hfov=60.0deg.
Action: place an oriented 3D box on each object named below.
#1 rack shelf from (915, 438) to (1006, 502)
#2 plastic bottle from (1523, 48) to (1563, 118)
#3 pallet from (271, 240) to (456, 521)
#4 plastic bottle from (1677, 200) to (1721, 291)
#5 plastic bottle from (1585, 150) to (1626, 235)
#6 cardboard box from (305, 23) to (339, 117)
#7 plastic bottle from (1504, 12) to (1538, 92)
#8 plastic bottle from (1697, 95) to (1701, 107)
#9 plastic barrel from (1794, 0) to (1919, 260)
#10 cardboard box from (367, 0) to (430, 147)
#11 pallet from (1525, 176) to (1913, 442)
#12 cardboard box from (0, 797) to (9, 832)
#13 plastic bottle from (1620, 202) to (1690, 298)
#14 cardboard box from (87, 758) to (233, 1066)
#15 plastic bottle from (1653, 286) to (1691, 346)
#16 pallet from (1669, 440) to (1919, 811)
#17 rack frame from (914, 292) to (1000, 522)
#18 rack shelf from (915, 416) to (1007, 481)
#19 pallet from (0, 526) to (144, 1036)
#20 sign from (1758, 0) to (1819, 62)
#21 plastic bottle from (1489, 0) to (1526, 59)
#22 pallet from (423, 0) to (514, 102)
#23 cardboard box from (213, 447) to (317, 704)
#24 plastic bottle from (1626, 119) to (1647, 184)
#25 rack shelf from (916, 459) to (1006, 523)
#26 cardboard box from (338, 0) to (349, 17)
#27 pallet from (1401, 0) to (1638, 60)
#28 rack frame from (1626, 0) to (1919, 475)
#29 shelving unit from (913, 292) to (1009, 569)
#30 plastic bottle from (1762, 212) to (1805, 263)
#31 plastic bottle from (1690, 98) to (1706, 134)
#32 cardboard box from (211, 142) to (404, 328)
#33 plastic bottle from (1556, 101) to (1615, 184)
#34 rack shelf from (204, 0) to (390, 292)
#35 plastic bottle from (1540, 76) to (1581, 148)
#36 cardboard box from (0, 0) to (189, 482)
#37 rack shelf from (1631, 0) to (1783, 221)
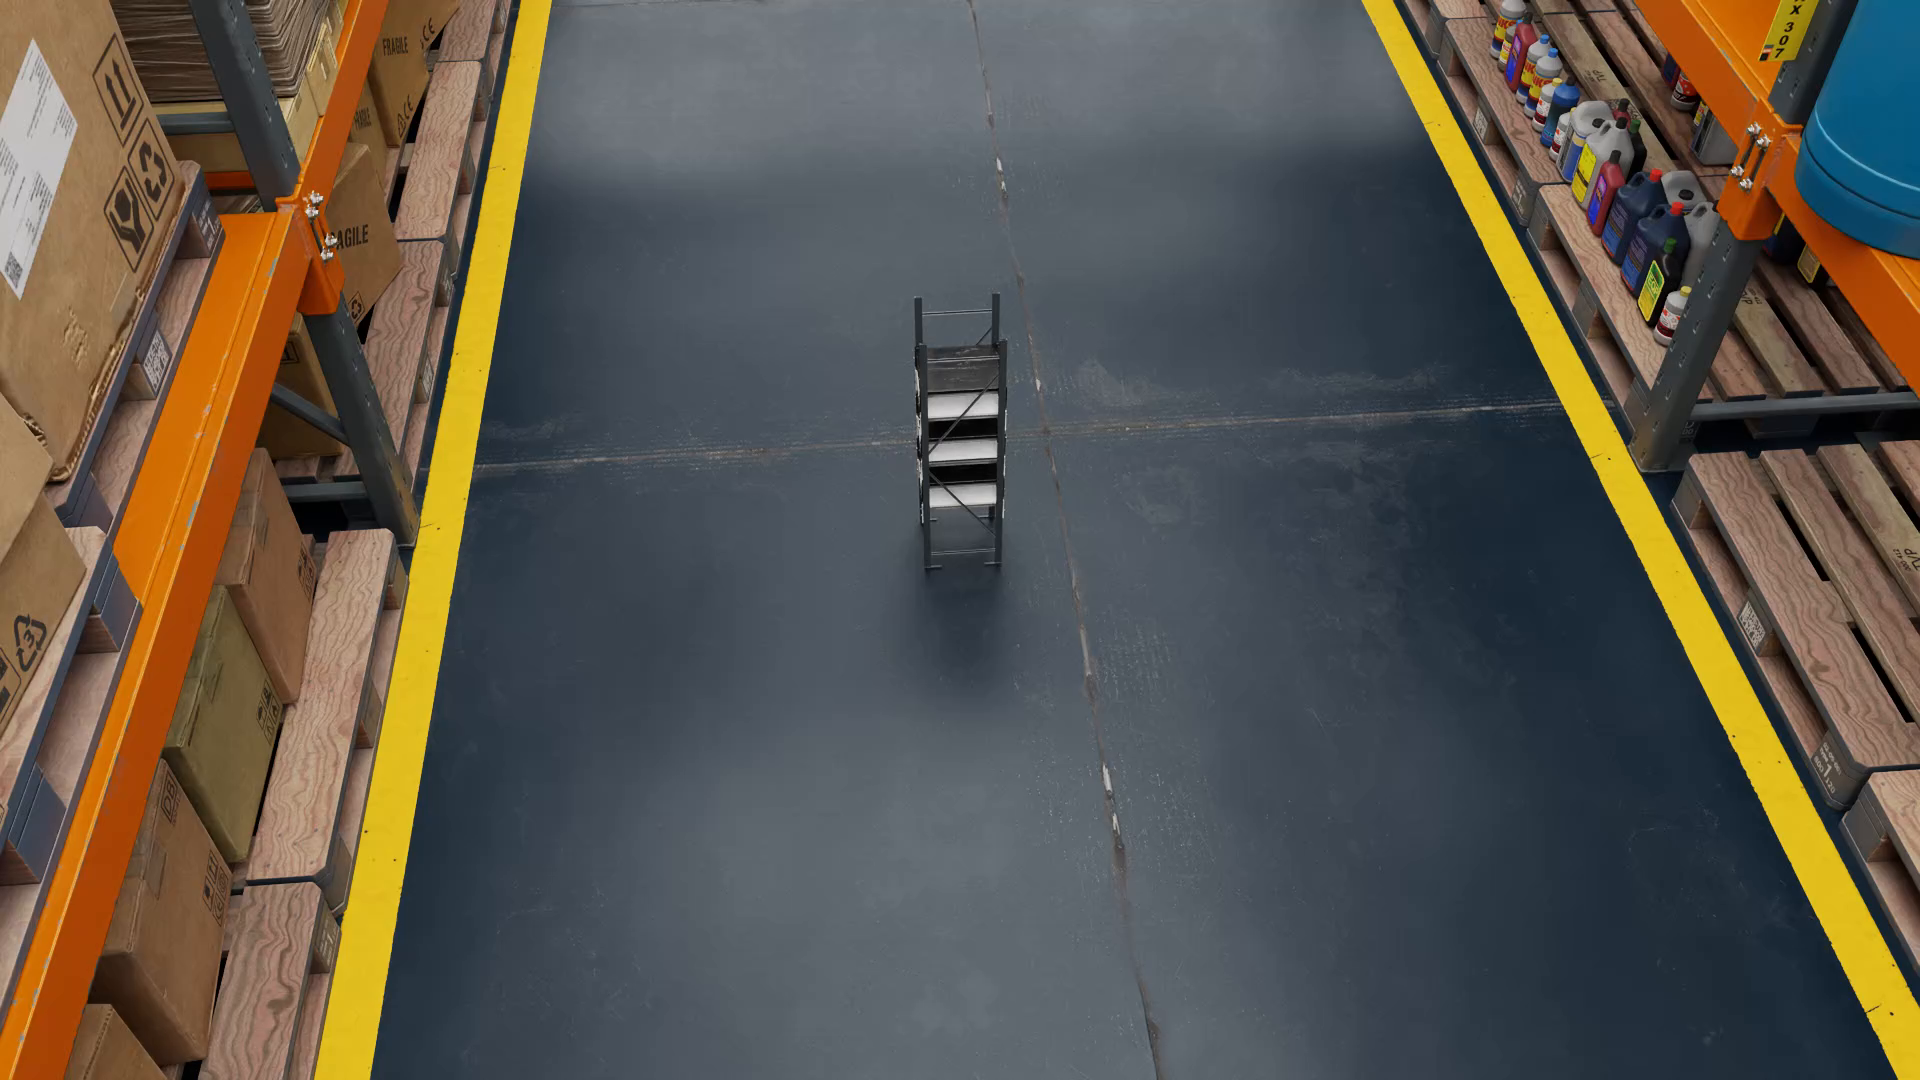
[{"bbox_3d":[0.001,-0.219,5.007,0.258,0.077,0.200,-3,47,-3],"label":"rack shelf"},{"bbox_3d":[2.265,-1.775,6.441,0.097,0.271,0.097,0,47,0],"label":"plastic bottle"},{"bbox_3d":[-2.305,-0.543,5.619,1.003,0.211,1.213,-3,47,-3],"label":"pallet"},{"bbox_3d":[2.524,-1.017,5.668,0.144,0.351,0.185,-3,47,-3],"label":"plastic bottle"},{"bbox_3d":[2.310,-1.239,5.925,0.061,0.283,0.133,-1,47,-1],"label":"plastic bottle"},{"bbox_3d":[-1.940,-1.287,4.576,0.380,0.149,0.250,-3,47,-3],"label":"cardboard box"},{"bbox_3d":[2.229,-1.935,6.584,0.061,0.283,0.133,-3,47,-3],"label":"plastic bottle"},{"bbox_3d":[2.983,-1.841,6.501,0.152,0.276,0.135,-5,47,-4],"label":"plastic bottle"},{"bbox_3d":[2.452,-1.193,3.969,0.600,0.901,0.708,-3,47,-3],"label":"plastic barrel"},{"bbox_3d":[-2.395,-1.860,6.378,0.500,0.500,0.500,0,47,0],"label":"cardboard box"},{"bbox_3d":[2.707,-0.849,5.908,1.003,0.211,1.213,-3,47,-3],"label":"pallet"},{"bbox_3d":[-1.790,0.557,2.471,0.500,0.250,0.500,-5,47,-4],"label":"cardboard box"},{"bbox_3d":[2.381,-1.008,5.660,0.144,0.351,0.185,-5,47,-4],"label":"plastic bottle"},{"bbox_3d":[-2.115,0.887,3.763,0.700,0.500,0.500,-7,47,-7],"label":"cardboard box"},{"bbox_3d":[2.381,-0.752,5.520,0.097,0.201,0.097,0,47,0],"label":"plastic bottle"},{"bbox_3d":[2.826,0.206,4.910,1.003,0.211,1.213,-3,47,-3],"label":"pallet"},{"bbox_3d":[-0.008,-0.377,4.987,0.240,0.900,0.006,-3,47,-3],"label":"rack frame"},{"bbox_3d":[0.001,-0.281,4.942,0.258,0.077,0.200,-3,47,-3],"label":"rack shelf"},{"bbox_3d":[-2.085,0.512,2.831,1.003,0.211,1.213,-3,47,-3],"label":"pallet"},{"bbox_3d":[2.173,-1.389,4.309,0.100,0.325,0.005,-3,47,-3],"label":"sign"},{"bbox_3d":[2.228,-2.095,6.745,0.097,0.271,0.097,0,47,0],"label":"plastic bottle"},{"bbox_3d":[-2.509,-2.308,7.291,1.003,0.211,1.213,-3,47,-3],"label":"pallet"},{"bbox_3d":[-2.184,0.136,4.474,0.700,0.500,0.500,-7,47,-6],"label":"cardboard box"},{"bbox_3d":[2.438,-1.382,6.061,0.061,0.283,0.133,-3,47,-3],"label":"plastic bottle"},{"bbox_3d":[0.001,-0.157,5.073,0.258,0.077,0.200,-3,47,-3],"label":"rack shelf"},{"bbox_3d":[-2.019,-1.647,4.917,0.380,0.149,0.250,-3,47,-3],"label":"cardboard box"},{"bbox_3d":[2.503,-2.614,7.580,1.003,0.211,1.213,-3,47,-3],"label":"pallet"},{"bbox_3d":[2.722,-1.319,4.433,1.000,3.000,0.127,-3,47,-3],"label":"rack frame"},{"bbox_3d":[0.001,-0.304,4.918,0.258,0.900,0.210,-3,47,-3],"label":"shelving unit"},{"bbox_3d":[2.924,-1.160,5.804,0.144,0.351,0.185,-3,47,-3],"label":"plastic bottle"},{"bbox_3d":[2.884,-1.657,6.378,0.097,0.201,0.097,0,47,0],"label":"plastic bottle"},{"bbox_3d":[-2.263,-1.009,5.572,0.500,0.500,0.500,10,47,9],"label":"cardboard box"},{"bbox_3d":[2.328,-1.472,6.152,0.152,0.276,0.135,-3,47,-3],"label":"plastic bottle"},{"bbox_3d":[-2.381,-2.218,5.780,1.077,0.370,4.000,-3,47,-3],"label":"rack shelf"},{"bbox_3d":[2.282,-1.628,6.302,0.097,0.271,0.097,0,47,0],"label":"plastic bottle"},{"bbox_3d":[-2.287,-0.785,3.225,1.000,1.000,1.000,-3,47,-3],"label":"cardboard box"},{"bbox_3d":[2.554,-2.519,6.065,1.077,0.370,4.000,-3,47,-3],"label":"rack shelf"}]
